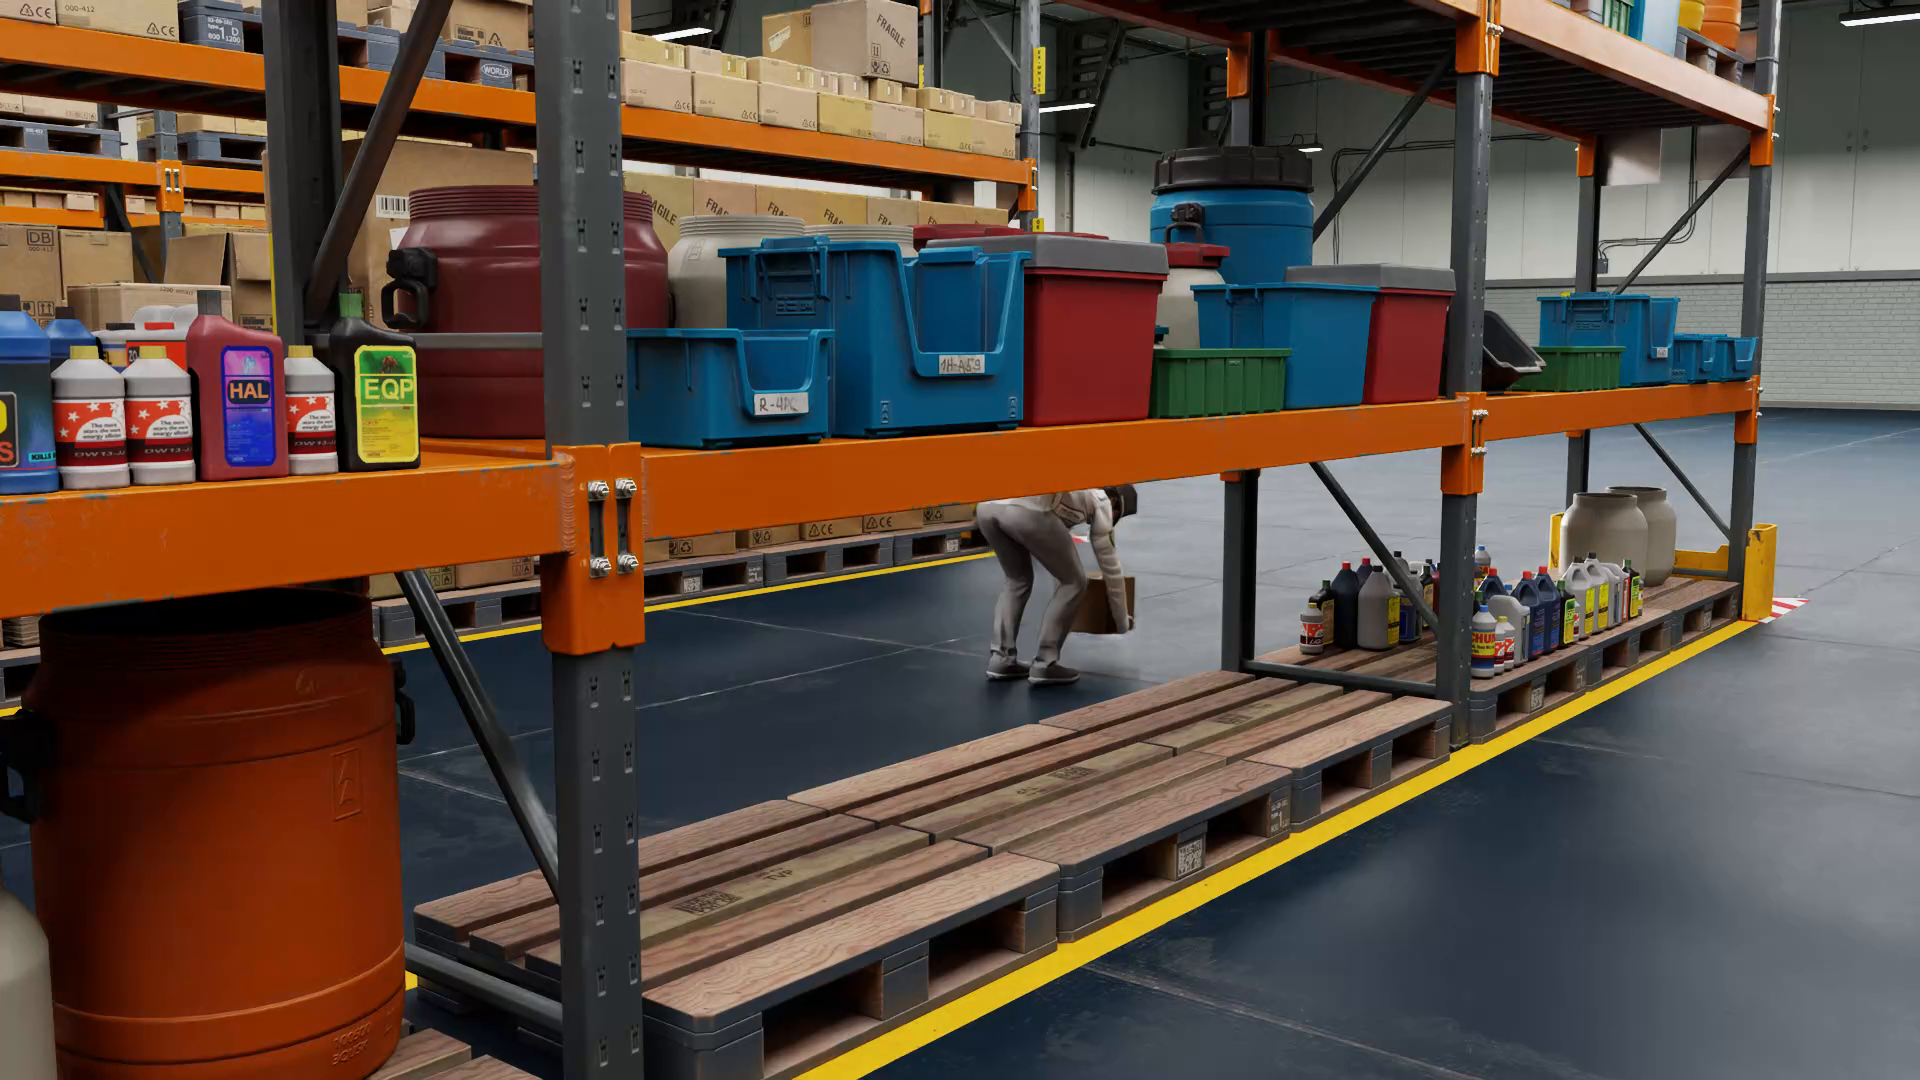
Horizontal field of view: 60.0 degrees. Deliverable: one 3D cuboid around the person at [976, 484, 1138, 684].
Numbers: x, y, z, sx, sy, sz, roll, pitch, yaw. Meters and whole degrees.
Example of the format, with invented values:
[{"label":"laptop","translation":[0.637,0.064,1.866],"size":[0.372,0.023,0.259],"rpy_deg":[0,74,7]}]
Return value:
[{"label":"person","translation":[0.446,0.127,7.529],"size":[0.431,0.990,0.912],"rpy_deg":[7,10,45]}]
